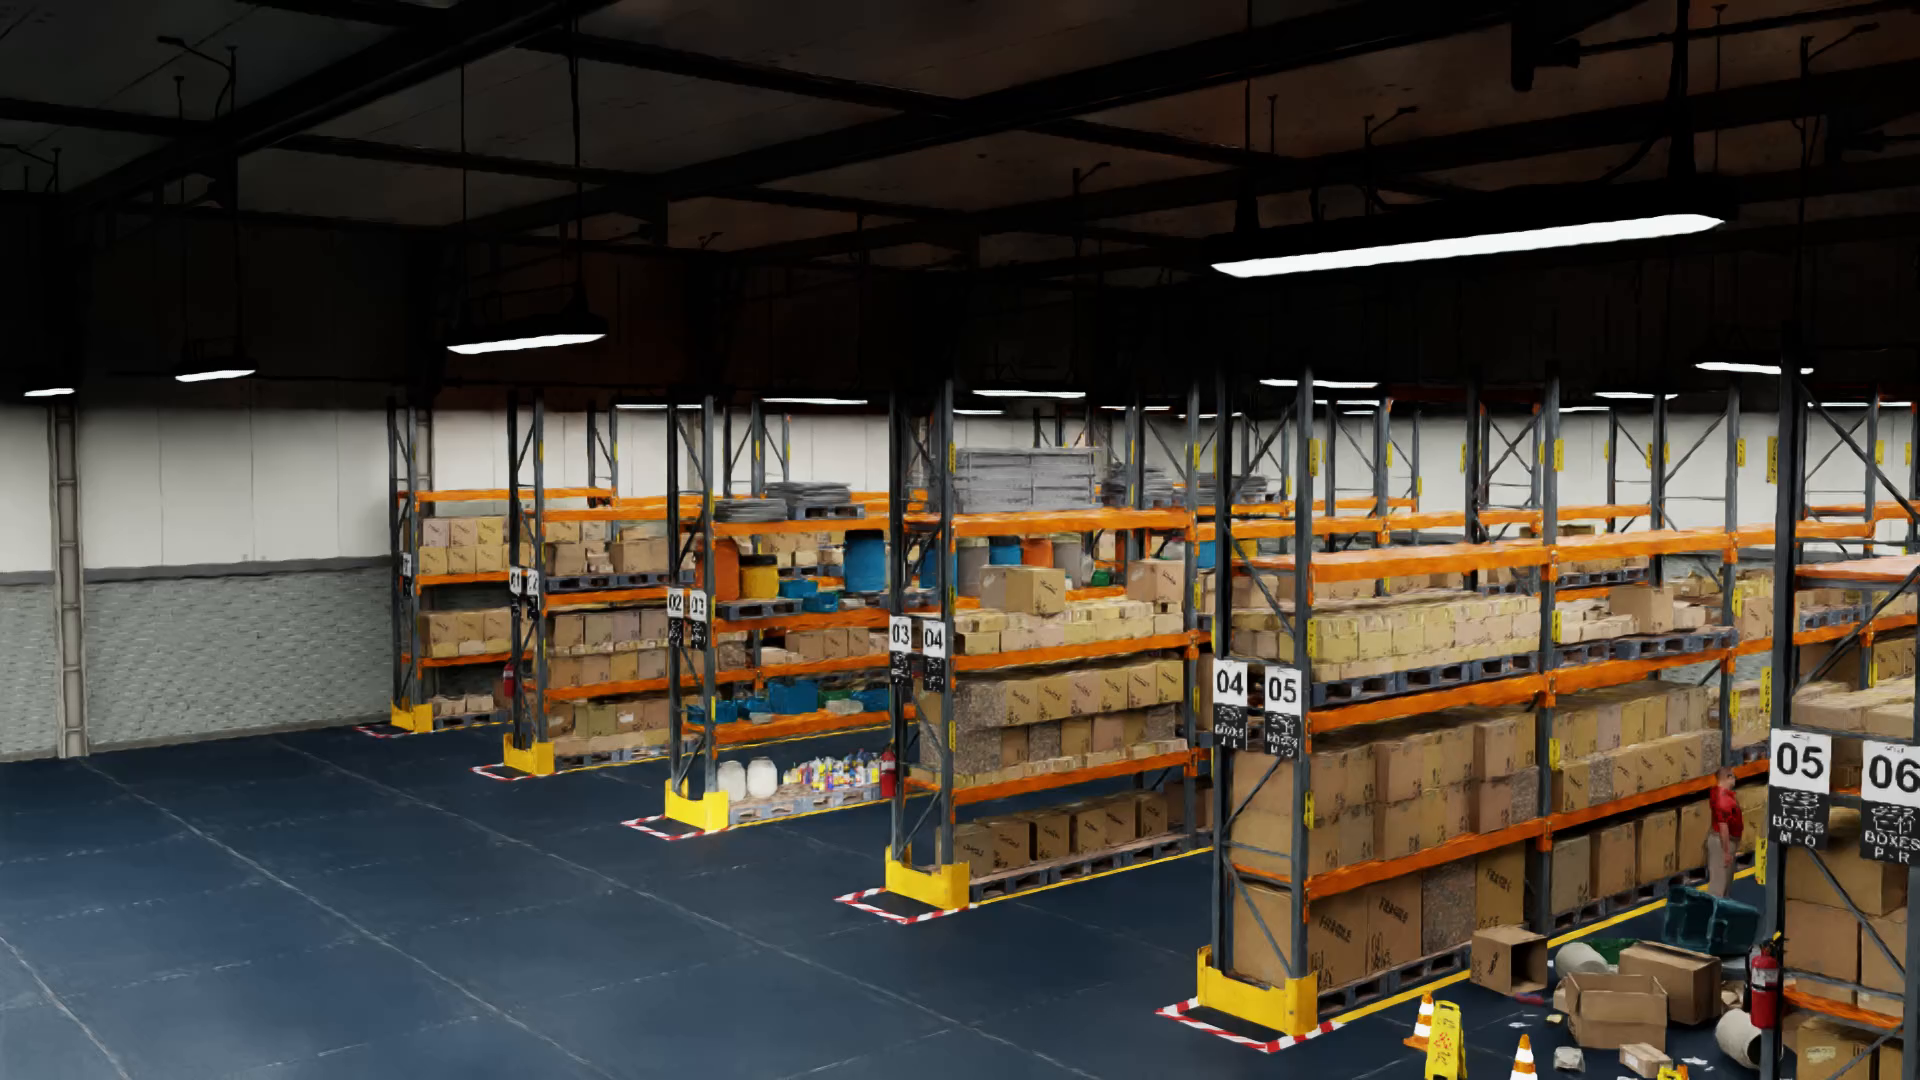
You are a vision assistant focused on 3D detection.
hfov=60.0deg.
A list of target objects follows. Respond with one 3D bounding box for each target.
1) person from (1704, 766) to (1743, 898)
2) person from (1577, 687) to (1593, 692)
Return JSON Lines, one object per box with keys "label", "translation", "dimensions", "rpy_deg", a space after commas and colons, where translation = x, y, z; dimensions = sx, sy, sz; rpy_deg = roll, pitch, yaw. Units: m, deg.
{"label": "person", "translation": [8.135, 3.257, 17.622], "dimensions": [0.449, 1.737, 0.595], "rpy_deg": [1, 4, 20]}
{"label": "person", "translation": [9.125, 2.933, 24.149], "dimensions": [0.998, 1.625, 0.500], "rpy_deg": [-3, 4, -41]}
